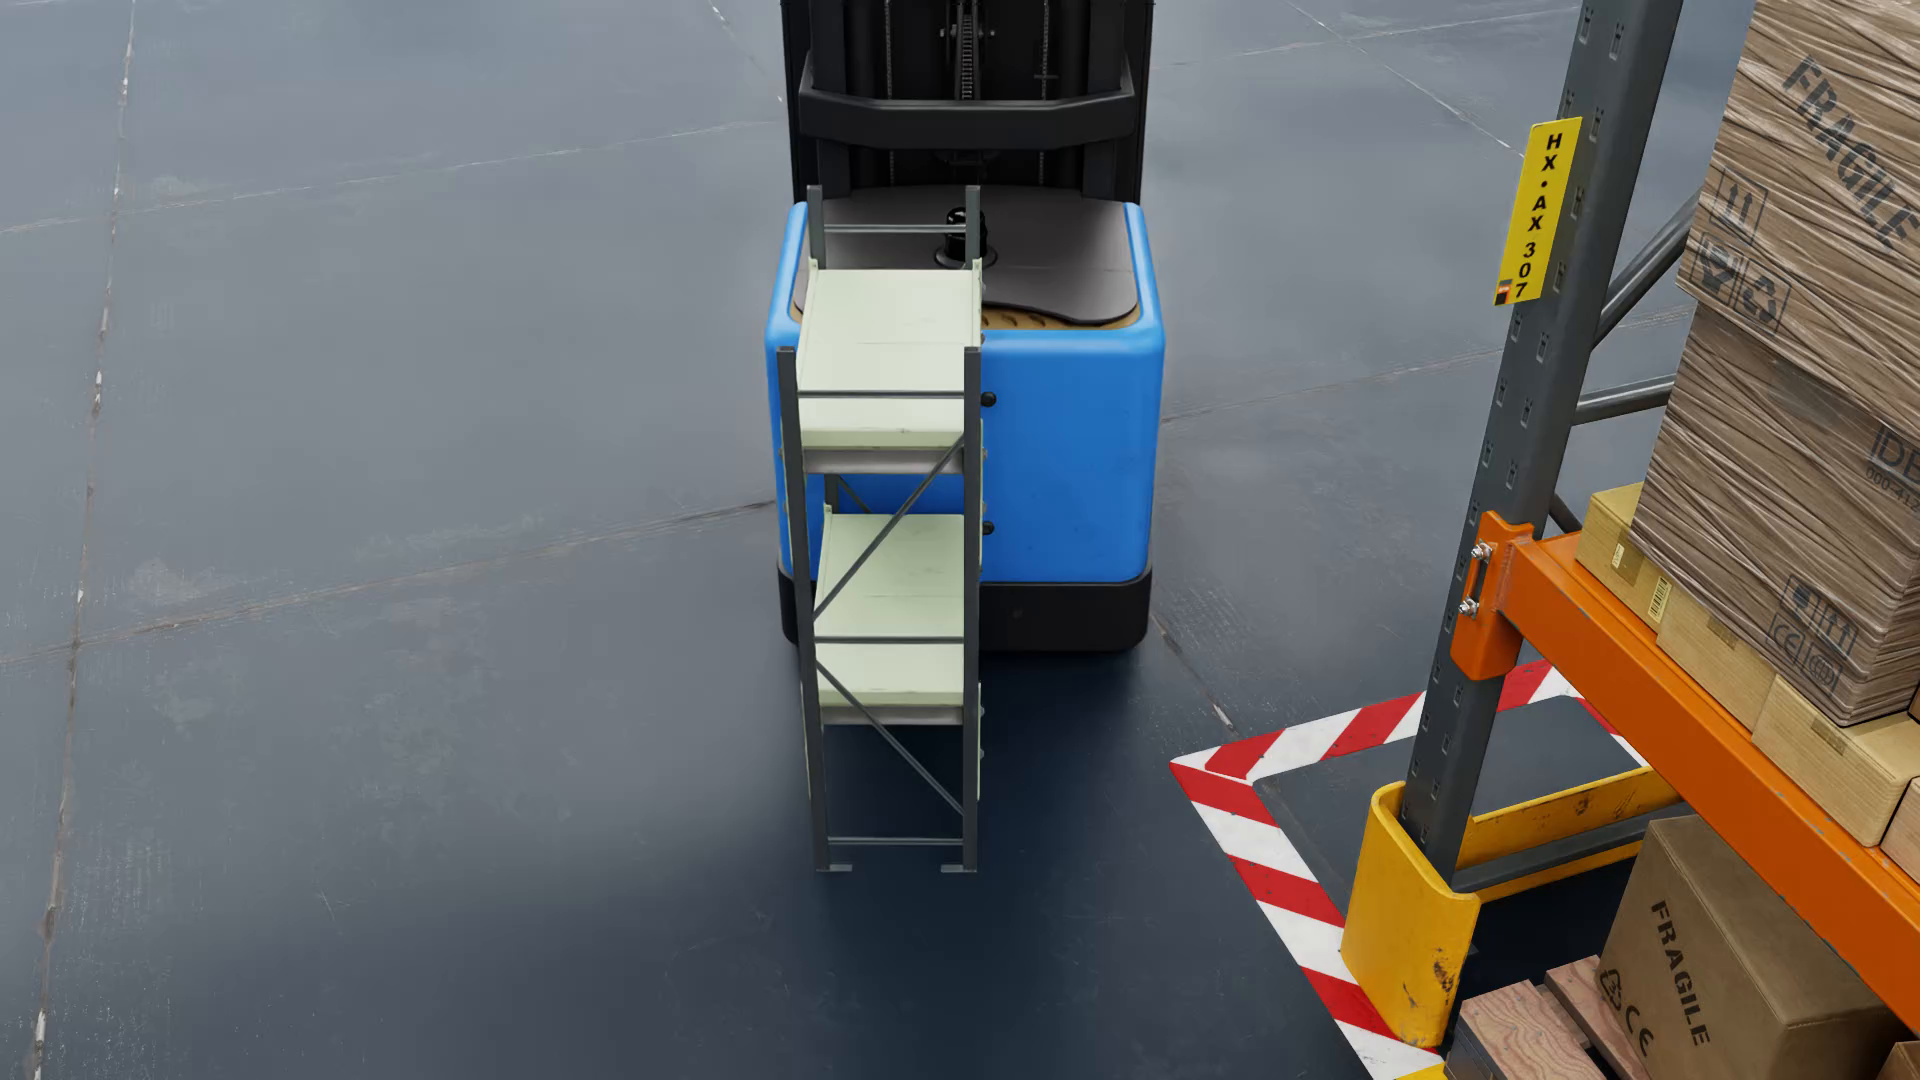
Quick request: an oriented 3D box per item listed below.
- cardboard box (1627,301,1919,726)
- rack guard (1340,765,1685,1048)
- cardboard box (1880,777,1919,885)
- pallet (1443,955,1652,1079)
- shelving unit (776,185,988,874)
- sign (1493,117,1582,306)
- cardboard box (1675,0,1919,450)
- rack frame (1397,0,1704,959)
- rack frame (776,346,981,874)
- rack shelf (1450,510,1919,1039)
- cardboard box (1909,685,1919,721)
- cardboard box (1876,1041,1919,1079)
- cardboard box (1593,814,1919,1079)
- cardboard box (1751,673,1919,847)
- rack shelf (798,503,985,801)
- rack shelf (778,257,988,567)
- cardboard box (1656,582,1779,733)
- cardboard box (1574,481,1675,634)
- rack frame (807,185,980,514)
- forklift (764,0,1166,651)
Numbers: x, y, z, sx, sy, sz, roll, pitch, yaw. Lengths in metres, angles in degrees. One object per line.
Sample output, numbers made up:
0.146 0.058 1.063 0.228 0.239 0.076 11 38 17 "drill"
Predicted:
1.630 -0.148 2.624 0.875 0.500 0.500 -12 39 -16 "cardboard box"
1.492 0.735 3.858 1.175 0.500 0.348 -12 39 -16 "rack guard"
1.586 0.431 2.393 0.380 0.149 0.250 -12 39 -16 "cardboard box"
1.739 1.317 3.326 1.003 0.211 1.213 -12 39 -16 "pallet"
-0.156 0.005 3.996 0.431 1.500 0.755 0 37 0 "shelving unit"
0.957 -0.539 2.754 0.100 0.325 0.005 -12 39 -16 "sign"
1.400 -0.497 2.255 0.500 0.500 0.500 -12 39 -16 "cardboard box"
1.466 -0.306 3.163 1.000 3.000 0.127 -12 39 -16 "rack frame"
-0.158 0.226 3.704 0.400 1.500 0.023 0 37 0 "rack frame"
2.155 1.111 1.880 1.077 0.370 4.000 -12 39 -16 "rack shelf"
1.914 0.109 2.282 0.875 0.500 0.500 -12 39 -16 "cardboard box"
1.903 1.211 2.877 0.500 0.500 0.500 -3 37 -4 "cardboard box"
1.665 0.881 3.316 0.500 0.500 0.500 -6 37 -7 "cardboard box"
1.481 0.294 2.575 0.380 0.149 0.250 -12 39 -16 "cardboard box"
-0.156 0.266 4.192 0.431 0.370 0.720 0 37 0 "rack shelf"
-0.156 -0.306 3.761 0.431 0.370 0.720 0 37 0 "rack shelf"
1.409 0.150 2.767 0.380 0.149 0.250 -12 39 -16 "cardboard box"
1.341 0.005 2.960 0.380 0.149 0.250 -12 39 -16 "cardboard box"
-0.153 -0.215 4.289 0.400 1.500 0.023 0 37 0 "rack frame"
0.023 -1.710 5.085 1.130 2.935 3.031 0 37 0 "forklift"
